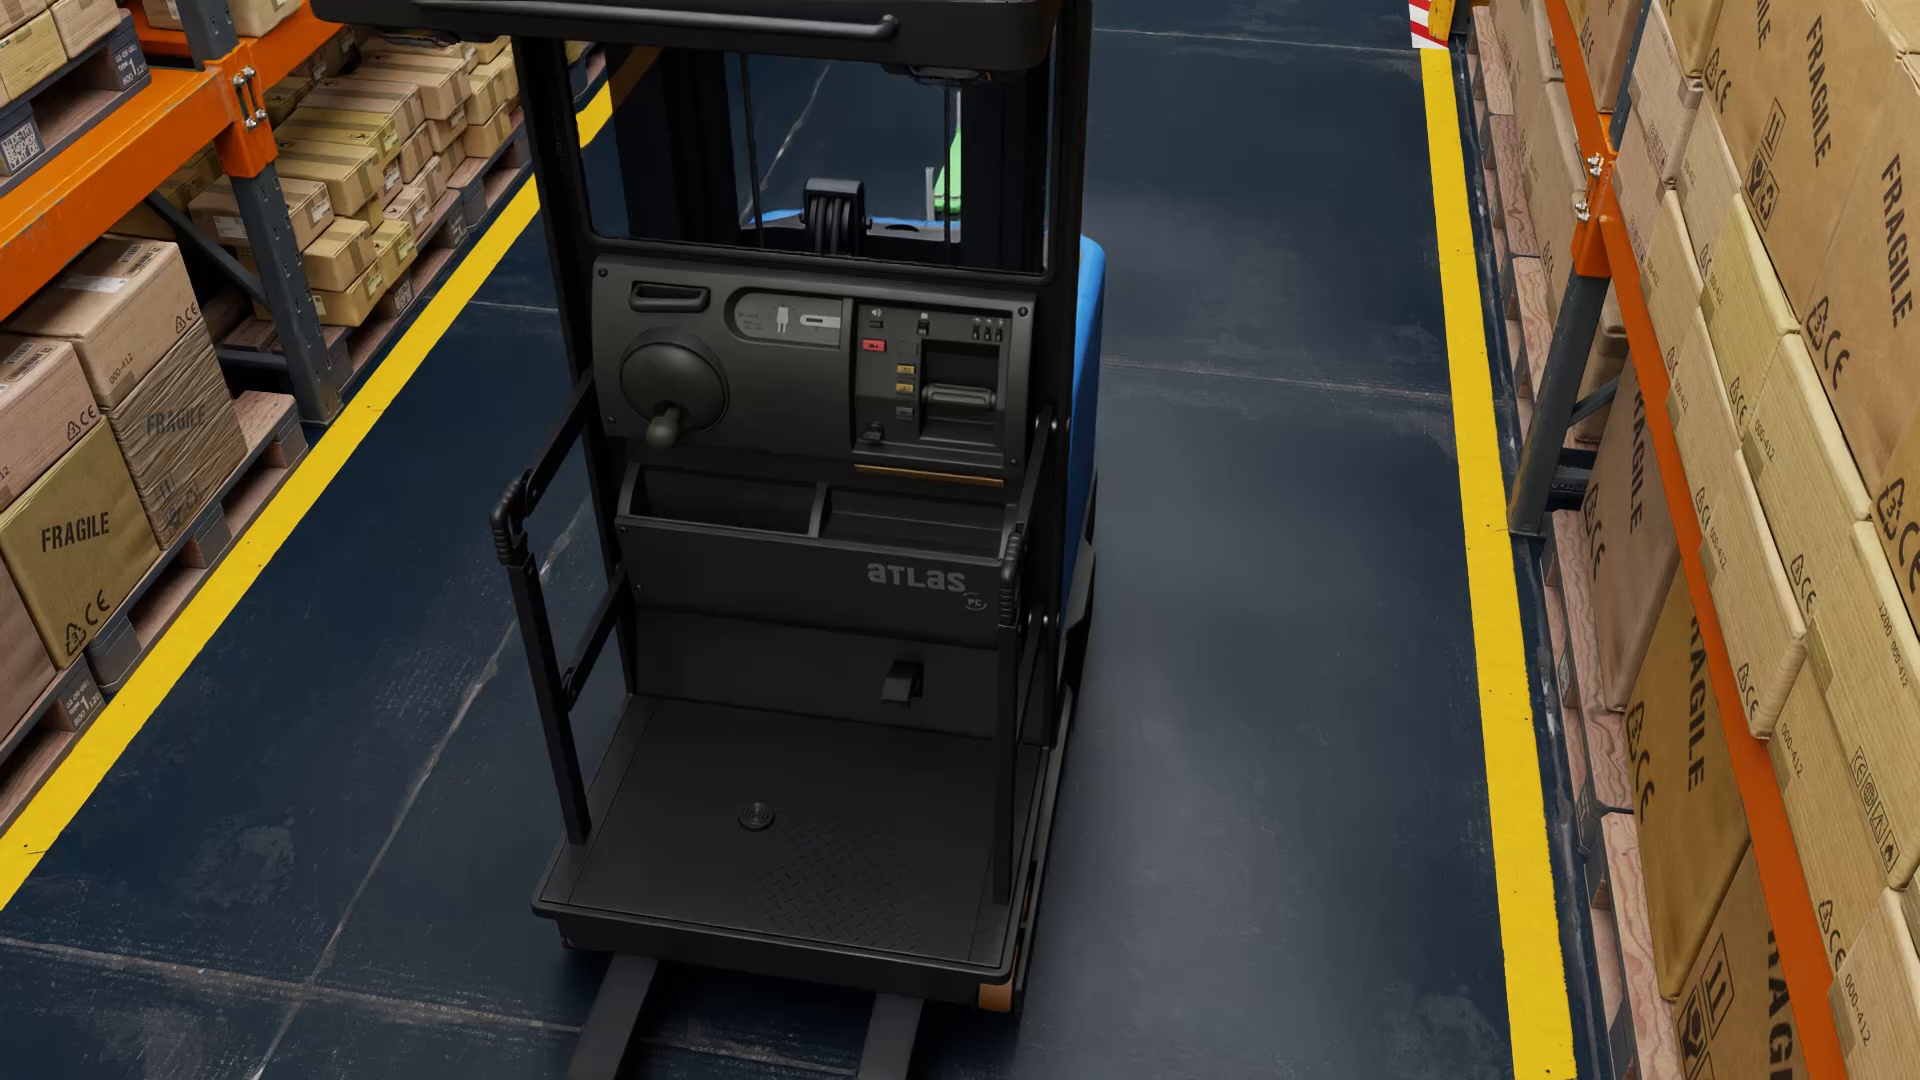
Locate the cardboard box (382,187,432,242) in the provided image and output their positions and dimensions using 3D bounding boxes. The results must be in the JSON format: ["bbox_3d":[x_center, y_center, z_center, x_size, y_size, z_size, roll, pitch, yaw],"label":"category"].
[{"bbox_3d":[-2.235,-1.221,6.280,0.380,0.149,0.250,6,40,7],"label":"cardboard box"}]

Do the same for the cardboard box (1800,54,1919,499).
[{"bbox_3d":[1.648,-0.371,2.481,0.500,0.500,0.500,6,40,7],"label":"cardboard box"}]

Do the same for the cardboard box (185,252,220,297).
[{"bbox_3d":[-2.920,-0.983,5.992,0.380,0.149,0.250,7,40,8],"label":"cardboard box"}]

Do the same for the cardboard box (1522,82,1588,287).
[{"bbox_3d":[2.610,-1.272,6.116,0.875,0.438,0.875,5,40,6],"label":"cardboard box"}]

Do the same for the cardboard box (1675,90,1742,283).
[{"bbox_3d":[1.825,-0.713,3.484,0.500,0.250,0.500,7,40,8],"label":"cardboard box"}]

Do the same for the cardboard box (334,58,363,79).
[{"bbox_3d":[-2.616,-1.862,6.823,0.380,0.149,0.250,5,40,6],"label":"cardboard box"}]

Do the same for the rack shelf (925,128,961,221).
[{"bbox_3d":[0.069,-1.032,4.904,0.258,0.148,0.480,6,40,8],"label":"rack shelf"}]

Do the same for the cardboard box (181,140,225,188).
[{"bbox_3d":[-2.842,-1.345,5.964,0.380,0.149,0.250,7,40,8],"label":"cardboard box"}]

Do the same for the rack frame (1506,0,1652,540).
[{"bbox_3d":[2.241,-1.153,4.291,1.000,3.000,0.127,6,40,8],"label":"rack frame"}]

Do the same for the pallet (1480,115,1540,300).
[{"bbox_3d":[2.658,-1.315,6.675,1.003,0.211,1.213,6,40,8],"label":"pallet"}]

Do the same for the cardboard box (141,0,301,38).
[{"bbox_3d":[-2.281,-1.681,5.126,0.380,0.149,0.250,8,40,9],"label":"cardboard box"}]

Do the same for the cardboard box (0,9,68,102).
[{"bbox_3d":[-2.570,-1.267,4.296,0.380,0.149,0.250,7,40,8],"label":"cardboard box"}]

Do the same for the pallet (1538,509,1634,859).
[{"bbox_3d":[2.182,0.414,4.584,1.003,0.211,1.213,6,40,8],"label":"pallet"}]

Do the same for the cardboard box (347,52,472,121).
[{"bbox_3d":[-2.140,-1.769,6.476,0.380,0.149,0.250,7,40,9],"label":"cardboard box"}]

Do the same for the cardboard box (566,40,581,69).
[{"bbox_3d":[-1.933,-2.204,7.469,0.380,0.149,0.250,5,40,6],"label":"cardboard box"}]

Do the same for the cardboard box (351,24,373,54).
[{"bbox_3d":[-2.542,-2.151,6.938,0.380,0.149,0.250,6,40,8],"label":"cardboard box"}]

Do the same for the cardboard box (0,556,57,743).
[{"bbox_3d":[-2.714,0.301,4.164,0.500,0.500,0.500,6,40,7],"label":"cardboard box"}]

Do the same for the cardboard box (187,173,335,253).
[{"bbox_3d":[-2.388,-1.122,5.693,0.380,0.149,0.250,8,40,9],"label":"cardboard box"}]

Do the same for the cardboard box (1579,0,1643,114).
[{"bbox_3d":[2.069,-1.511,4.645,0.500,0.500,0.500,7,40,8],"label":"cardboard box"}]

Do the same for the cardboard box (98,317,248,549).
[{"bbox_3d":[-2.532,-0.342,4.942,0.500,0.500,0.500,6,40,7],"label":"cardboard box"}]

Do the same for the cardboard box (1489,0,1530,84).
[{"bbox_3d":[2.917,-2.413,7.496,0.875,0.438,0.875,5,40,6],"label":"cardboard box"}]

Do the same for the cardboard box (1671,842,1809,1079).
[{"bbox_3d":[1.909,1.030,2.988,0.875,0.875,0.875,7,40,8],"label":"cardboard box"}]

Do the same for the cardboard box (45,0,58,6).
[{"bbox_3d":[-2.526,-1.544,4.398,0.380,0.149,0.250,8,40,9],"label":"cardboard box"}]

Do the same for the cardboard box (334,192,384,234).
[{"bbox_3d":[-2.319,-1.175,5.991,0.380,0.149,0.250,7,40,8],"label":"cardboard box"}]

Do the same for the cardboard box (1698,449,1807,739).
[{"bbox_3d":[1.617,0.109,2.882,0.500,0.250,0.500,6,40,7],"label":"cardboard box"}]

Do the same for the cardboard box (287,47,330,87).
[{"bbox_3d":[-2.728,-1.836,6.558,0.380,0.149,0.250,5,40,6],"label":"cardboard box"}]

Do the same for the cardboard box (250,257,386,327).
[{"bbox_3d":[-2.272,-0.892,5.883,0.380,0.149,0.250,5,40,6],"label":"cardboard box"}]

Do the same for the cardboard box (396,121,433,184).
[{"bbox_3d":[-2.262,-1.501,6.385,0.380,0.149,0.250,4,40,5],"label":"cardboard box"}]

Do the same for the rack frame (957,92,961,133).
[{"bbox_3d":[0.111,-0.865,5.354,0.240,1.200,0.015,6,40,8],"label":"rack frame"}]

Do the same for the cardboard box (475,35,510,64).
[{"bbox_3d":[-2.093,-2.100,6.876,0.380,0.149,0.250,7,40,8],"label":"cardboard box"}]

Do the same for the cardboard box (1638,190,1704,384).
[{"bbox_3d":[1.817,-0.524,3.647,0.500,0.250,0.500,5,40,7],"label":"cardboard box"}]

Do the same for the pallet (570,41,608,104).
[{"bbox_3d":[-2.148,-2.518,8.130,1.003,0.211,1.213,6,40,8],"label":"pallet"}]

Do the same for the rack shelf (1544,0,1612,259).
[{"bbox_3d":[2.587,-2.131,6.038,1.077,0.370,4.000,6,40,8],"label":"rack shelf"}]

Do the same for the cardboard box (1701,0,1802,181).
[{"bbox_3d":[1.821,-1.011,3.255,0.500,0.500,0.500,6,40,7],"label":"cardboard box"}]

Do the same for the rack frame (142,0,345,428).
[{"bbox_3d":[-2.652,-1.636,4.875,1.000,3.000,0.127,6,40,8],"label":"rack frame"}]

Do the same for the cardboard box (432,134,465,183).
[{"bbox_3d":[-2.228,-1.558,6.688,0.380,0.149,0.250,5,40,6],"label":"cardboard box"}]

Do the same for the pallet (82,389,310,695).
[{"bbox_3d":[-2.785,-0.072,5.172,1.003,0.211,1.213,6,40,8],"label":"pallet"}]

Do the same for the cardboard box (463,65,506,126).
[{"bbox_3d":[-2.086,-1.822,6.774,0.380,0.149,0.250,6,40,7],"label":"cardboard box"}]

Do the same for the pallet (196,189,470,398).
[{"bbox_3d":[-2.570,-0.987,6.278,1.003,0.211,1.213,6,40,8],"label":"pallet"}]

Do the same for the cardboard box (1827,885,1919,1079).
[{"bbox_3d":[1.454,0.746,2.111,0.500,0.250,0.500,7,40,8],"label":"cardboard box"}]

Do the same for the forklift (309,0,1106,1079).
[{"bbox_3d":[-0.347,-0.278,3.286,1.130,2.935,3.031,6,40,8],"label":"forklift"}]

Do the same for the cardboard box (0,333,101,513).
[{"bbox_3d":[-2.634,-0.307,4.311,0.500,0.250,0.500,8,40,10],"label":"cardboard box"}]

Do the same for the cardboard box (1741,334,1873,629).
[{"bbox_3d":[1.626,-0.082,2.720,0.500,0.250,0.500,5,40,6],"label":"cardboard box"}]

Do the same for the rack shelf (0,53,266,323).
[{"bbox_3d":[-2.998,-0.103,3.586,1.077,0.370,4.000,6,40,8],"label":"rack shelf"}]

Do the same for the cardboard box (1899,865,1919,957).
[{"bbox_3d":[1.467,0.568,1.935,0.500,0.250,0.500,5,40,7],"label":"cardboard box"}]

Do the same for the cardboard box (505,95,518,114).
[{"bbox_3d":[-2.118,-1.884,7.082,0.380,0.149,0.250,7,40,9],"label":"cardboard box"}]

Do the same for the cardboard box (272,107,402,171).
[{"bbox_3d":[-2.287,-1.452,6.093,0.380,0.149,0.250,6,40,7],"label":"cardboard box"}]

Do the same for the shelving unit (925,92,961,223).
[{"bbox_3d":[0.069,-0.712,5.169,0.258,1.200,0.503,6,40,8],"label":"shelving unit"}]

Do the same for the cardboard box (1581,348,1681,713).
[{"bbox_3d":[2.212,-0.099,4.353,0.875,0.875,0.875,8,40,9],"label":"cardboard box"}]
